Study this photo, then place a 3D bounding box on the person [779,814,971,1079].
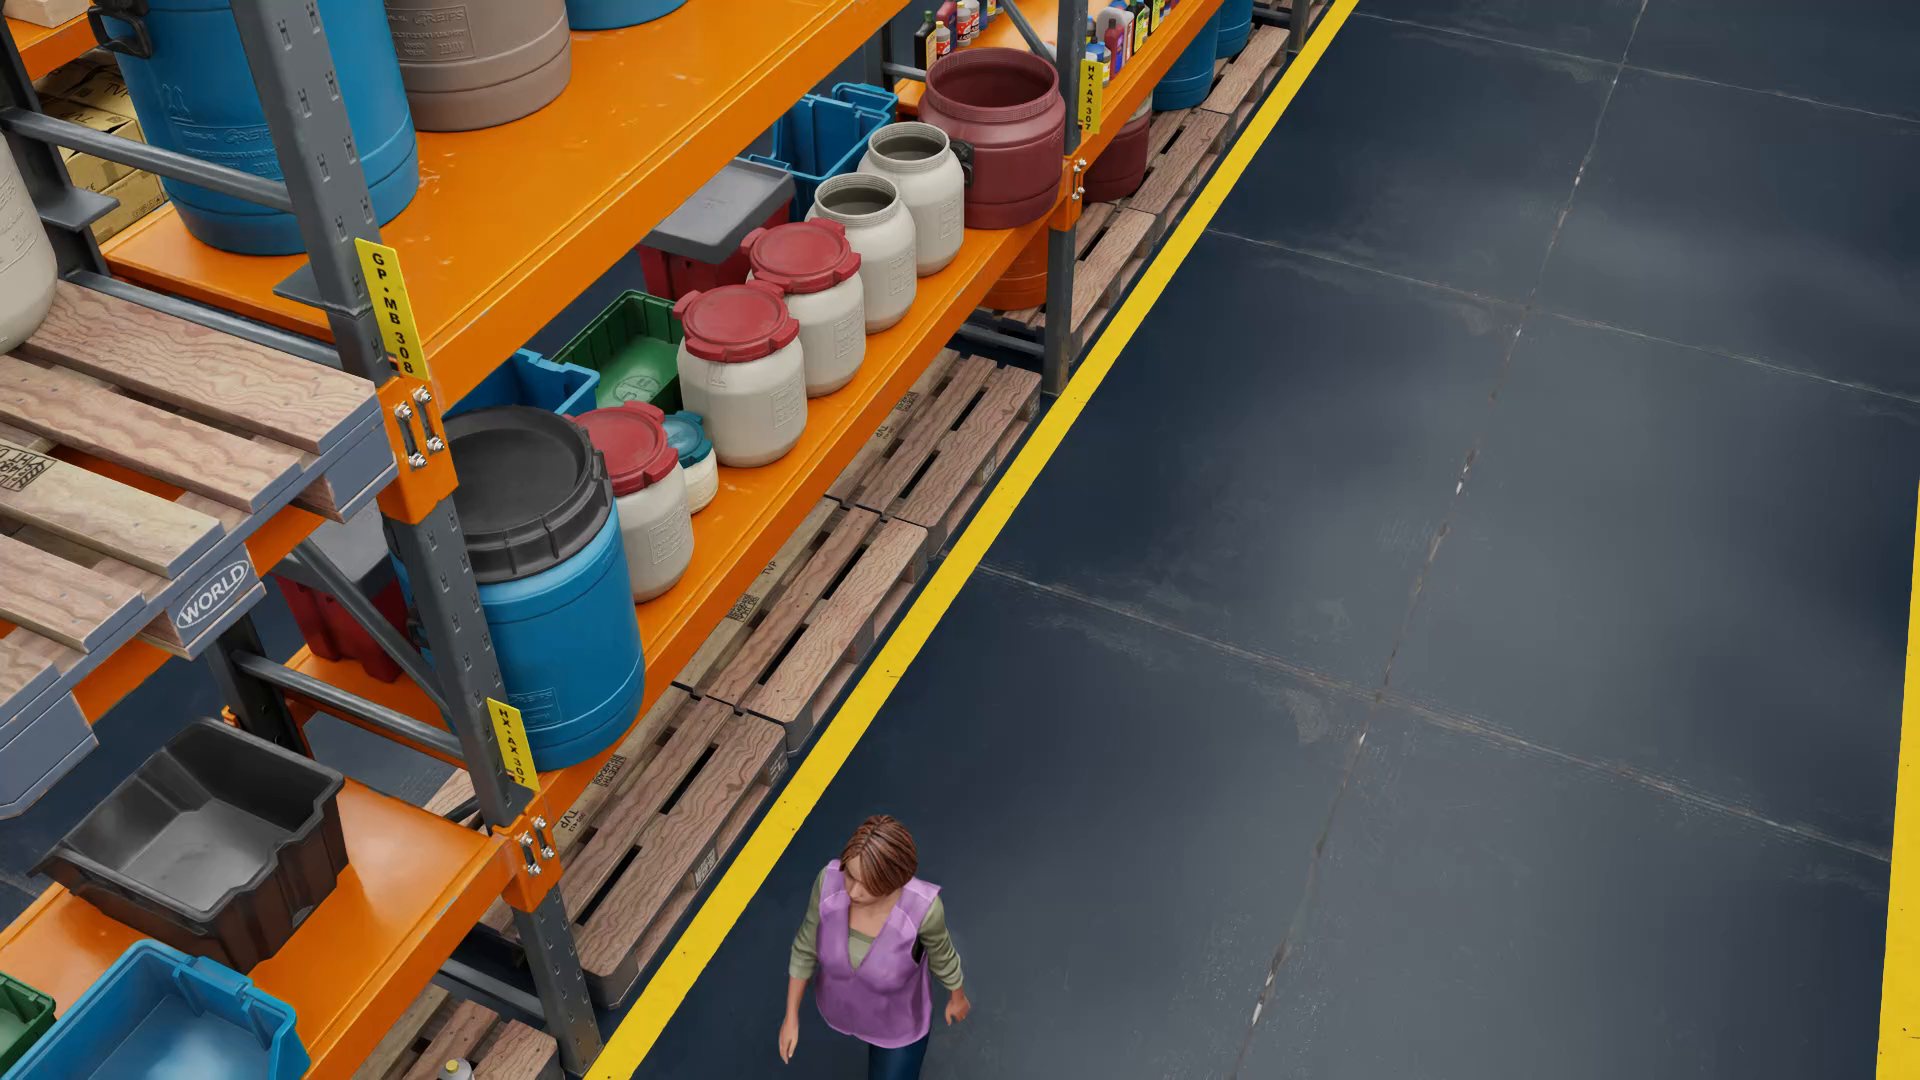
[{"bbox_3d":[-0.267,1.349,4.680,0.450,1.536,0.951,18,46,19],"label":"person"}]
